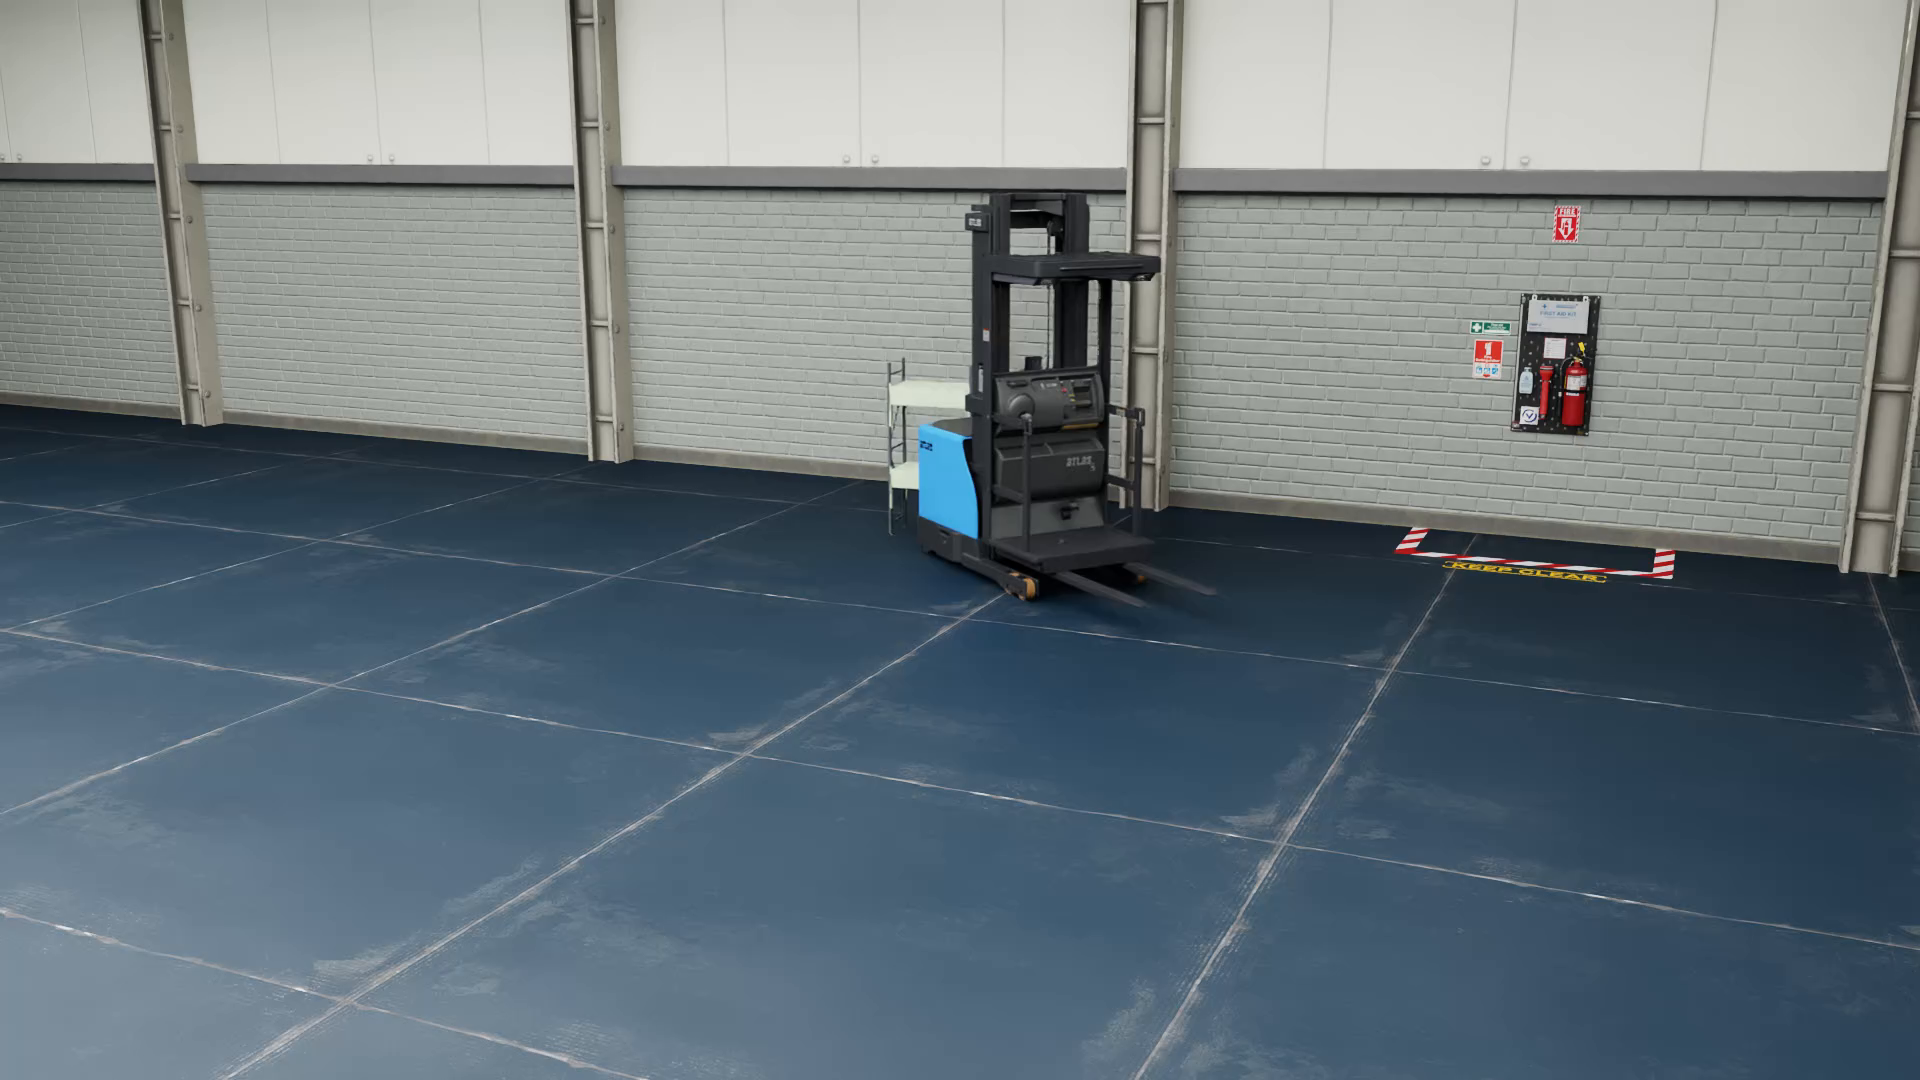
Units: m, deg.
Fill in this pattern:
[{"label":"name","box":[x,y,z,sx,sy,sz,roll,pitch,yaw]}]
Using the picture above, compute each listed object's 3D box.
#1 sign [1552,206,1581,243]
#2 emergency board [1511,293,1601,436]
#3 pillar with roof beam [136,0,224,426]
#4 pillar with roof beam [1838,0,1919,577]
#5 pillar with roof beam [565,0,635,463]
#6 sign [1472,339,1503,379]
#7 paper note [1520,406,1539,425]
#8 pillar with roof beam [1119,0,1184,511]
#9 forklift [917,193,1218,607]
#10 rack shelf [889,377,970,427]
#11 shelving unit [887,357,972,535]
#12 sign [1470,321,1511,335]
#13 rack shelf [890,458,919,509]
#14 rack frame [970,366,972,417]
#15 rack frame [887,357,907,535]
[{"label":"sign","box":[5.002,-2.605,13.717,0.199,0.298,0.001,6,14,23]},{"label":"emergency board","box":[4.969,-1.455,13.890,0.643,1.169,0.194,6,14,23]},{"label":"pillar with roof beam","box":[-10.988,-4.906,15.462,0.400,9.000,9.100,6,14,23]},{"label":"pillar with roof beam","box":[5.470,-3.240,8.364,0.400,9.000,9.100,6,14,23]},{"label":"pillar with roof beam","box":[-5.502,-4.350,13.096,0.400,9.000,9.100,6,14,23]},{"label":"sign","box":[4.506,-1.545,14.196,0.234,0.329,0.001,6,14,23]},{"label":"paper note","box":[4.835,-1.057,14.122,0.142,0.148,0.016,6,14,23]},{"label":"pillar with roof beam","box":[-0.016,-3.795,10.730,0.400,9.000,9.100,6,14,23]},{"label":"forklift","box":[0.793,-1.097,12.515,1.130,2.935,3.031,-7,15,-28]},{"label":"rack shelf","box":[-0.197,-1.168,14.243,0.720,0.370,0.431,4,14,18]},{"label":"shelving unit","box":[-0.197,-0.788,14.332,0.755,1.500,0.431,4,14,18]},{"label":"sign","box":[4.506,-1.801,14.126,0.331,0.109,0.001,6,14,23]},{"label":"rack shelf","box":[-0.197,-0.471,14.406,0.720,0.370,0.431,4,14,18]},{"label":"rack frame","box":[0.151,-0.763,14.222,0.023,1.500,0.400,4,14,18]},{"label":"rack frame","box":[-0.545,-0.814,14.442,0.023,1.500,0.400,4,14,18]}]
